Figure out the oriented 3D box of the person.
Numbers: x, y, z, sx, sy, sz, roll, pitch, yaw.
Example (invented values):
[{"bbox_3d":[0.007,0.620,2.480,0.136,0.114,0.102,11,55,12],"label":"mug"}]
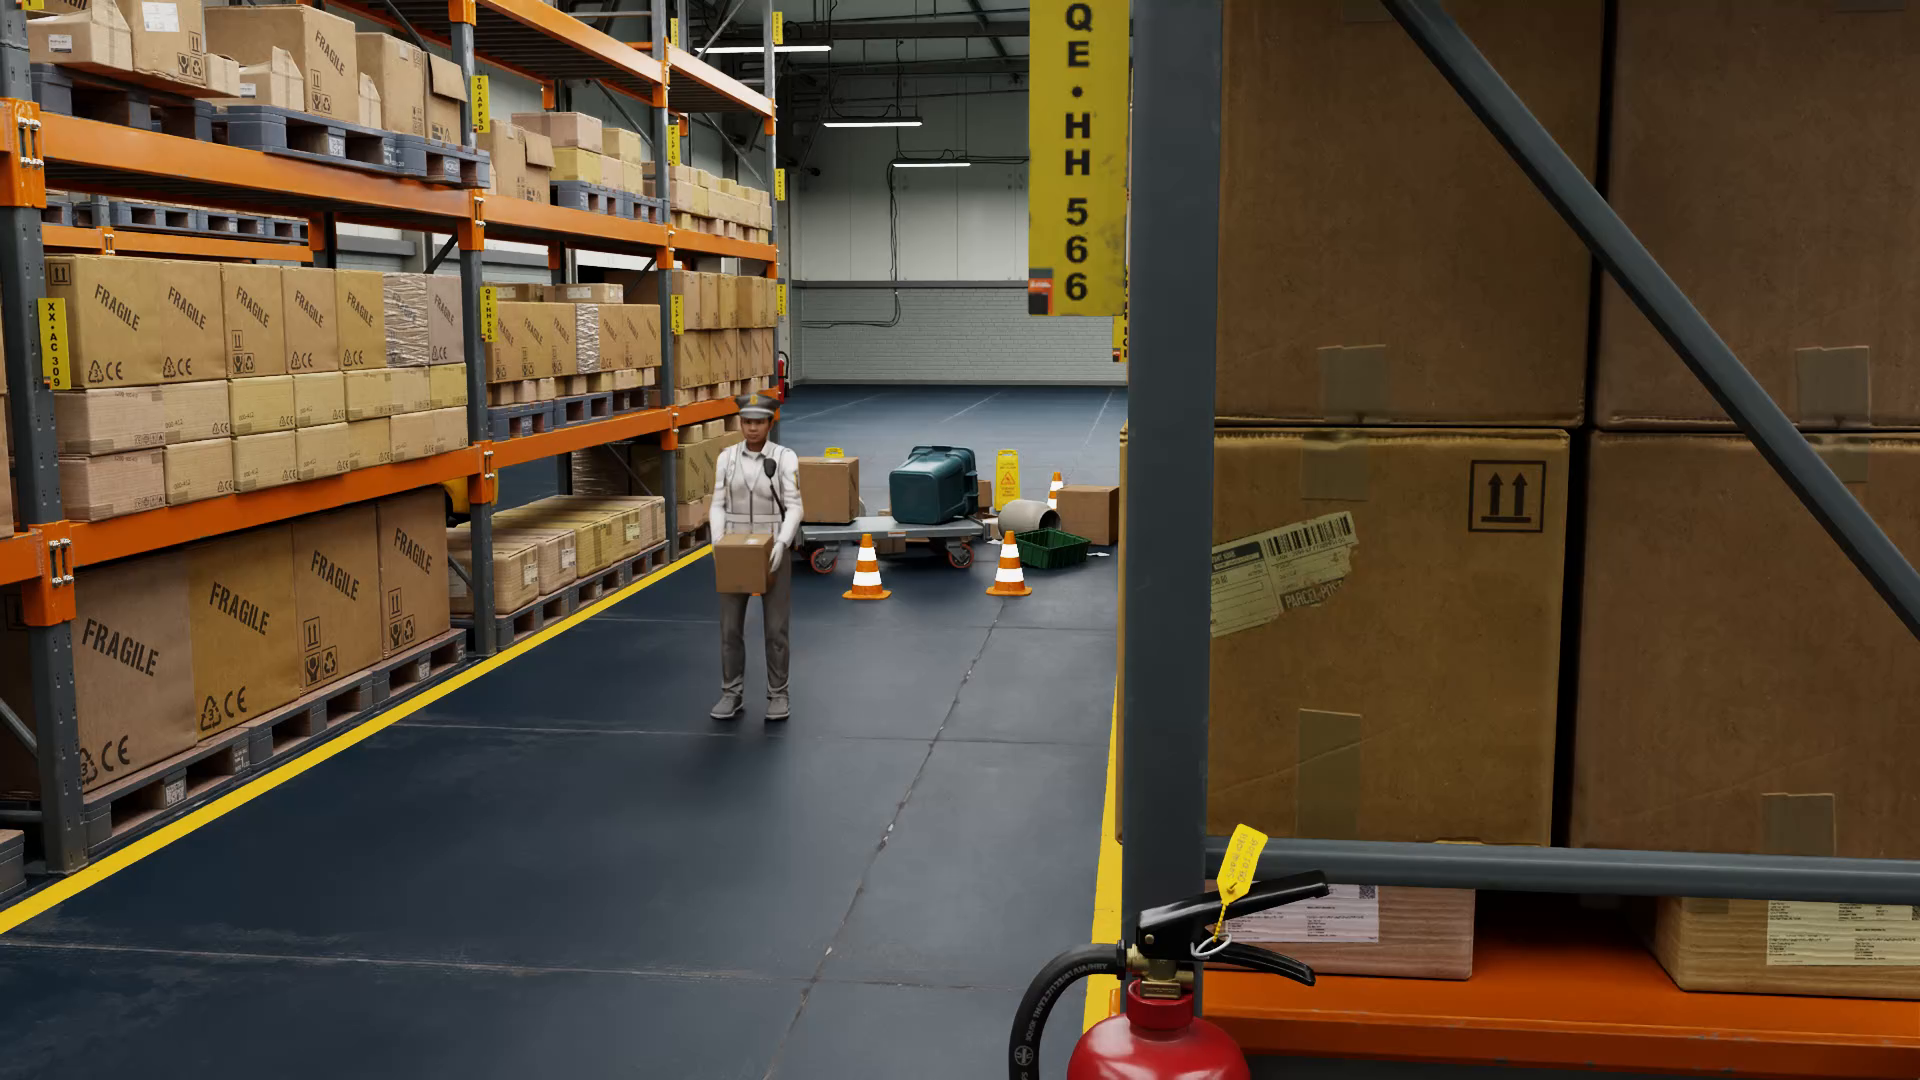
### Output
[{"bbox_3d":[-1.058,0.082,8.590,0.497,1.687,0.439,1,8,5],"label":"person"}]
